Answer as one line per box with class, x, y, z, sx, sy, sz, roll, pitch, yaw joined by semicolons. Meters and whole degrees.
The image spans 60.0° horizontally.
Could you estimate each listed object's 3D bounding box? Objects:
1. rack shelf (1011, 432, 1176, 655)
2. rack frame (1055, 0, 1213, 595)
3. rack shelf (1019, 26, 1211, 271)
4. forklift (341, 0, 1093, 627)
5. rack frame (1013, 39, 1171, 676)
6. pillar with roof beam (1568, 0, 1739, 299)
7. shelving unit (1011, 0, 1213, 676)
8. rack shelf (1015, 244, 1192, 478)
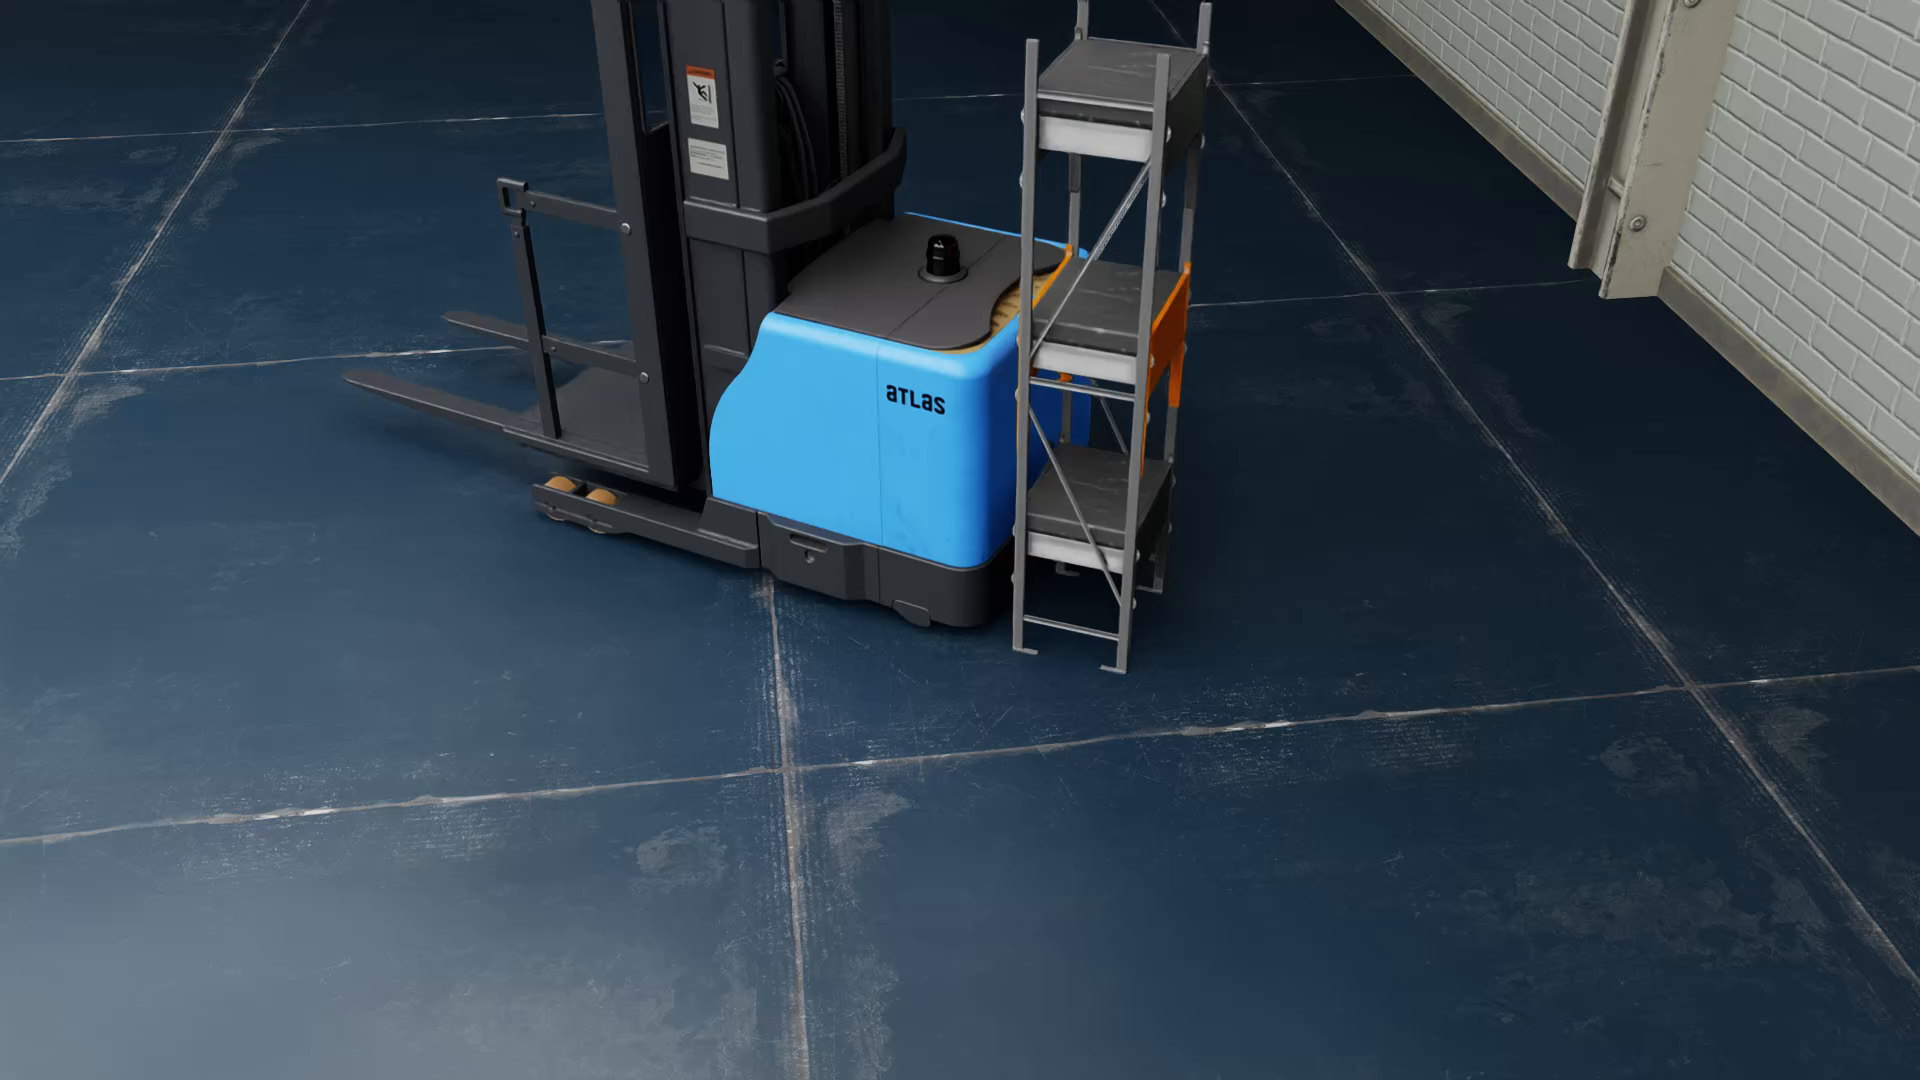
rack shelf;0.454;0.006;5.644;0.431;0.518;0.480;12;36;17
rack frame;0.538;-0.713;5.430;0.400;2.100;0.015;12;36;17
rack shelf;0.454;-1.150;4.854;0.431;0.518;0.480;12;36;17
forklift;-1.052;-1.482;5.822;3.031;2.935;1.130;16;37;22
rack frame;0.370;-0.454;5.052;0.400;2.100;0.015;12;36;17
pillar with roof beam;-1.070;-4.665;5.105;9.100;9.000;0.400;-4;35;-6
shelving unit;0.454;-0.584;5.241;0.431;2.100;0.503;12;36;17
rack shelf;0.454;-0.572;5.249;0.431;0.518;0.480;12;36;17
